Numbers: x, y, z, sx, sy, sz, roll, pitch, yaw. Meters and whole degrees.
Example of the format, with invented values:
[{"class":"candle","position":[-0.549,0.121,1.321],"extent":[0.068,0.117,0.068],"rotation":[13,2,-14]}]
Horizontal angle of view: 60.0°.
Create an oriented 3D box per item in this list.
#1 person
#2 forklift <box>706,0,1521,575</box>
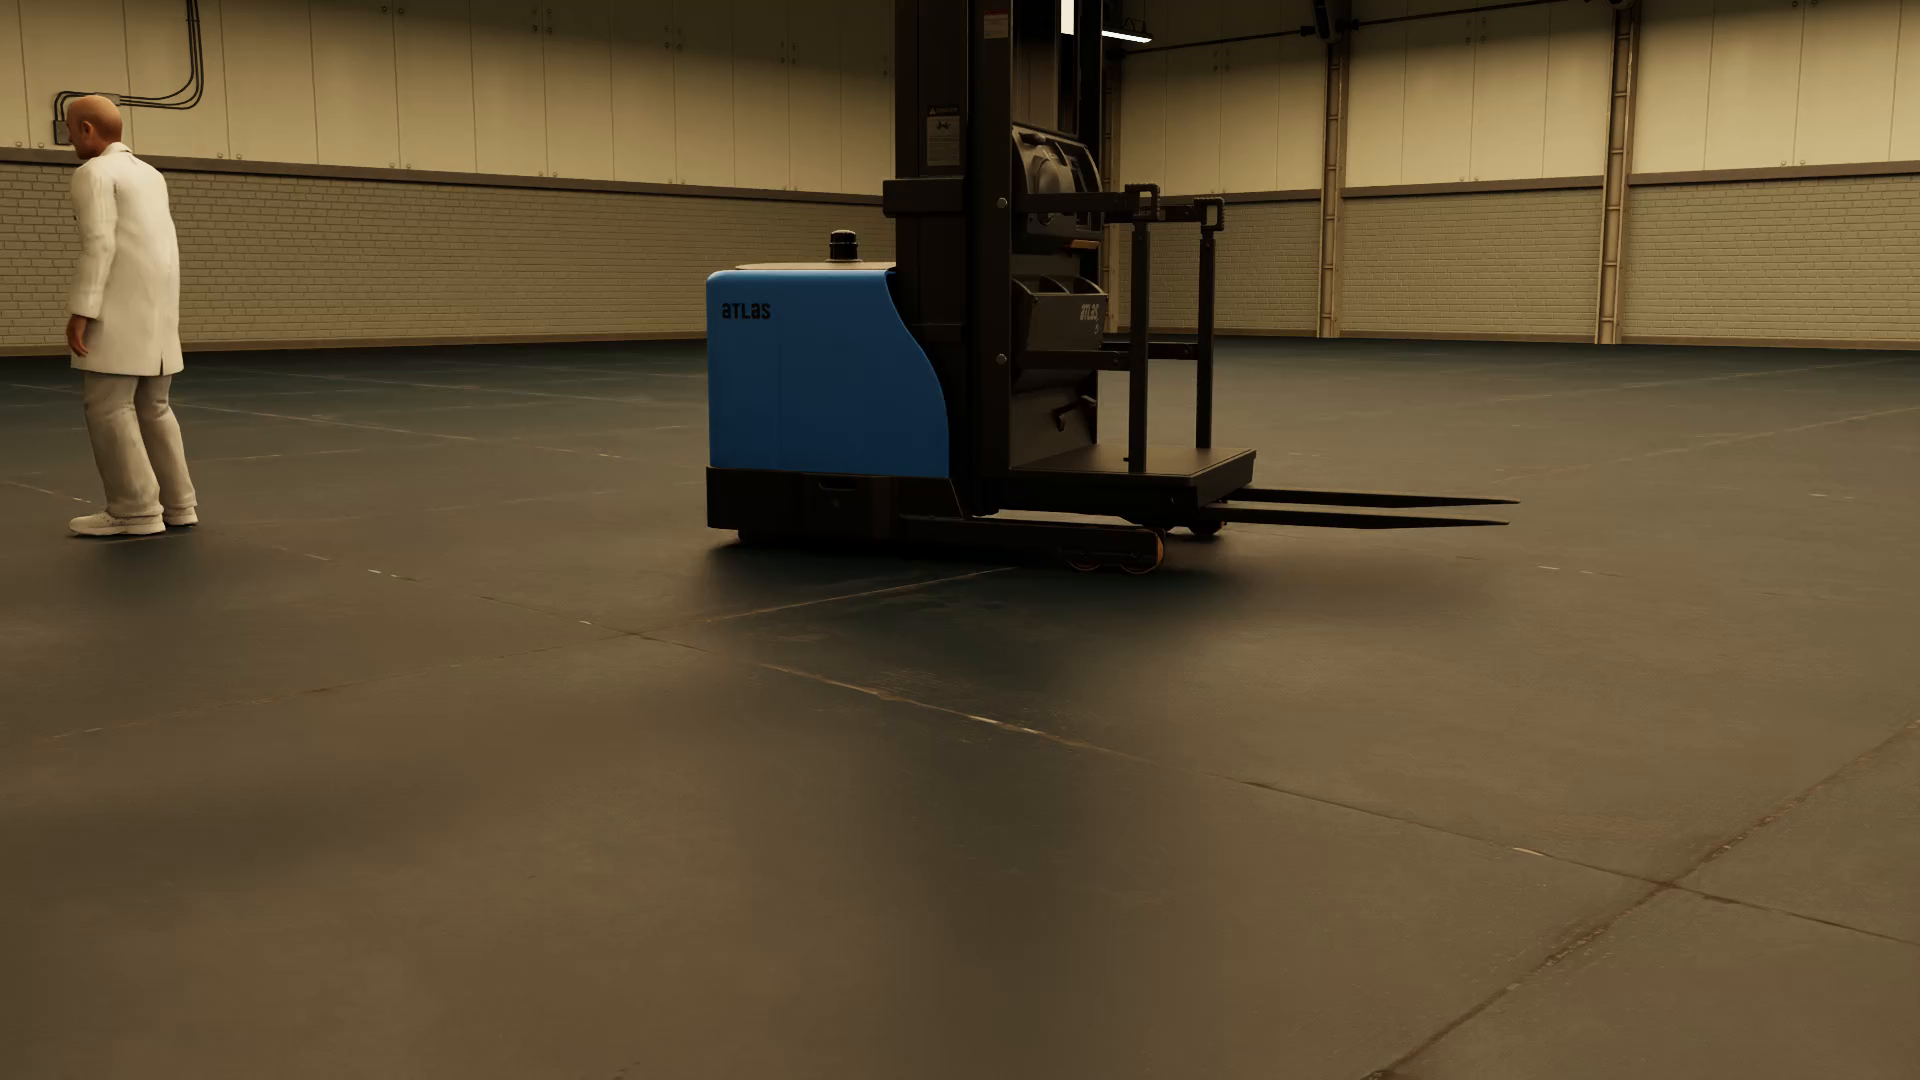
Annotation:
[{"class":"person","position":[-3.447,-0.917,6.848],"extent":[0.425,1.775,0.655],"rotation":[1,9,4]},{"class":"forklift","position":[0.565,-1.416,6.275],"extent":[3.031,2.935,1.130],"rotation":[3,9,22]}]
